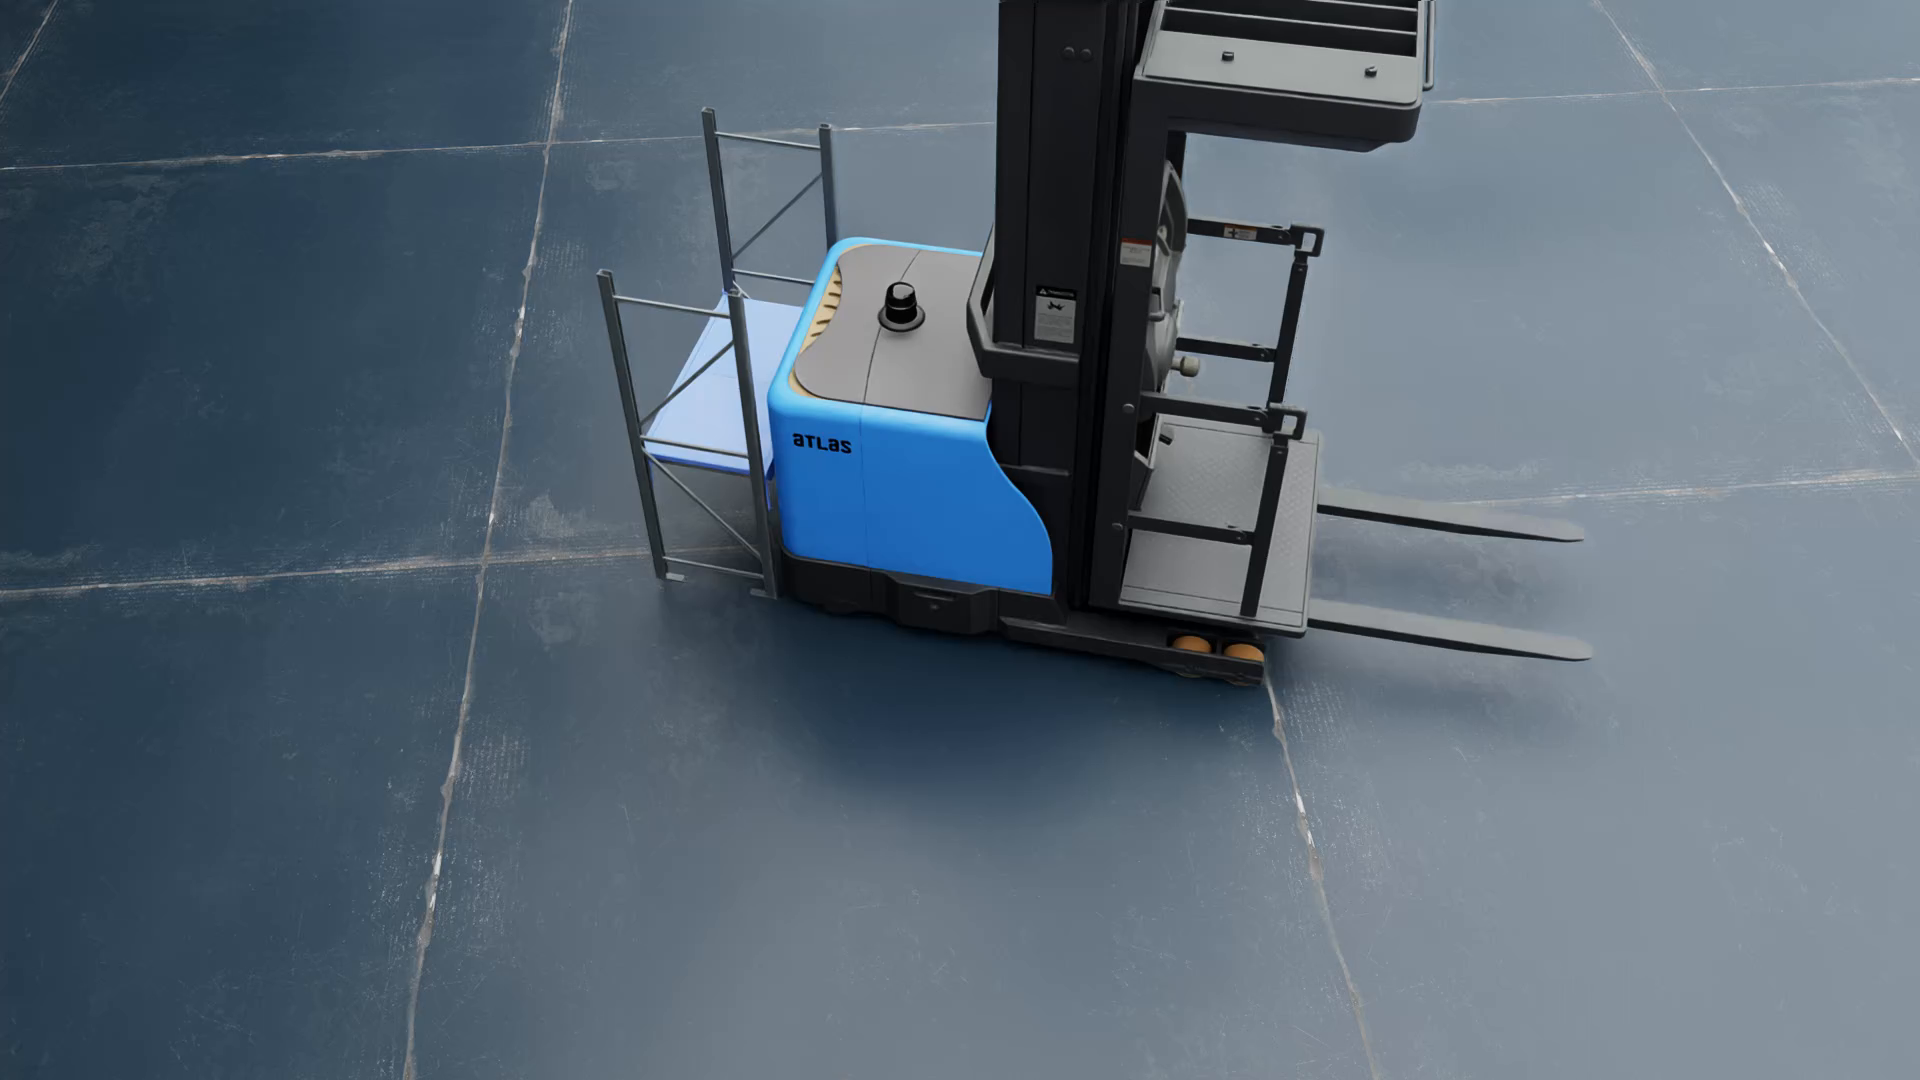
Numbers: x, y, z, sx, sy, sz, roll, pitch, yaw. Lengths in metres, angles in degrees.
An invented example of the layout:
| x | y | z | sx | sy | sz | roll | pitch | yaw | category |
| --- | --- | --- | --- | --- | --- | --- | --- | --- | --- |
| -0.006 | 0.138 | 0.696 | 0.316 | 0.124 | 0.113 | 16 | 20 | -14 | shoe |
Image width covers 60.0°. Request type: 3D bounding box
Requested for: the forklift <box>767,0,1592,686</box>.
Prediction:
| x | y | z | sx | sy | sz | roll | pitch | yaw | category |
| --- | --- | --- | --- | --- | --- | --- | --- | --- | --- |
| 0.881 | -0.886 | 5.570 | 3.031 | 2.935 | 1.130 | 9 | 47 | 8 | forklift |

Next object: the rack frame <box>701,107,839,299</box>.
| x | y | z | sx | sy | sz | roll | pitch | yaw | category |
| --- | --- | --- | --- | --- | --- | --- | --- | --- | --- |
| -0.719 | -1.051 | 6.713 | 0.500 | 1.500 | 0.032 | 10 | 47 | 9 | rack frame |

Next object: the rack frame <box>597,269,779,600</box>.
| x | y | z | sx | sy | sz | roll | pitch | yaw | category |
| --- | --- | --- | --- | --- | --- | --- | --- | --- | --- |
| -0.960 | -0.334 | 6.033 | 0.500 | 1.500 | 0.032 | 10 | 47 | 9 | rack frame |

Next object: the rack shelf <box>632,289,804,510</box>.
| x | y | z | sx | sy | sz | roll | pitch | yaw | category |
| --- | --- | --- | --- | --- | --- | --- | --- | --- | --- |
| -0.840 | -0.569 | 6.504 | 0.538 | 0.185 | 1.000 | 10 | 47 | 9 | rack shelf |

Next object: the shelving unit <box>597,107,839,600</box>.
| x | y | z | sx | sy | sz | roll | pitch | yaw | category |
| --- | --- | --- | --- | --- | --- | --- | --- | --- | --- |
| -0.840 | -0.693 | 6.373 | 0.538 | 1.500 | 1.048 | 10 | 47 | 9 | shelving unit |
